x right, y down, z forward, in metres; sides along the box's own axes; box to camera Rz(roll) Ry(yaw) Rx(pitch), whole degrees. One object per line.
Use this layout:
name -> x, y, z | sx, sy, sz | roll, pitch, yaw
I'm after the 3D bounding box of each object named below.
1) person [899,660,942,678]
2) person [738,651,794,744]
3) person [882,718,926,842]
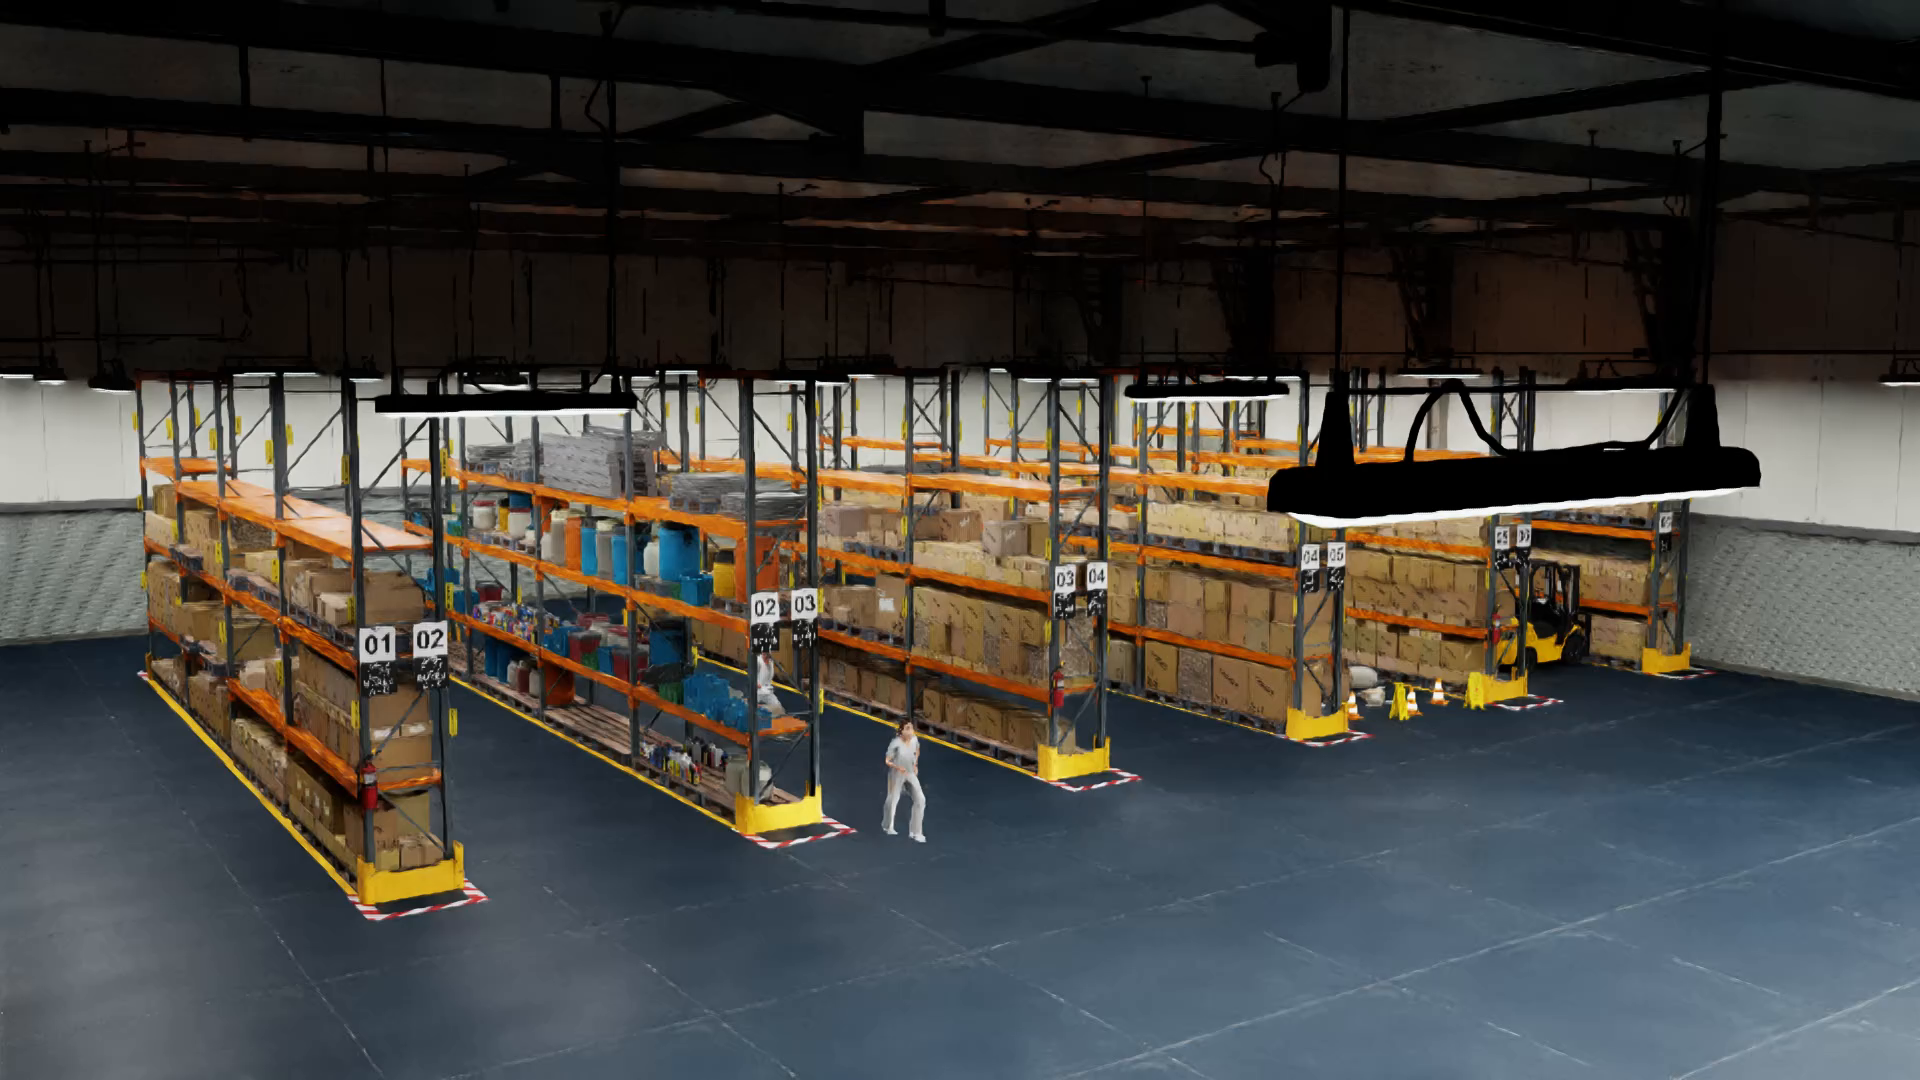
person -> -0.817, 1.866, 32.197 | 0.538, 1.664, 1.026 | -6, 9, -41
person -> -3.198, 2.448, 26.784 | 0.838, 1.716, 0.686 | 5, 8, 40
person -> -0.742, 3.090, 21.691 | 0.589, 1.600, 0.820 | -3, 7, -28
